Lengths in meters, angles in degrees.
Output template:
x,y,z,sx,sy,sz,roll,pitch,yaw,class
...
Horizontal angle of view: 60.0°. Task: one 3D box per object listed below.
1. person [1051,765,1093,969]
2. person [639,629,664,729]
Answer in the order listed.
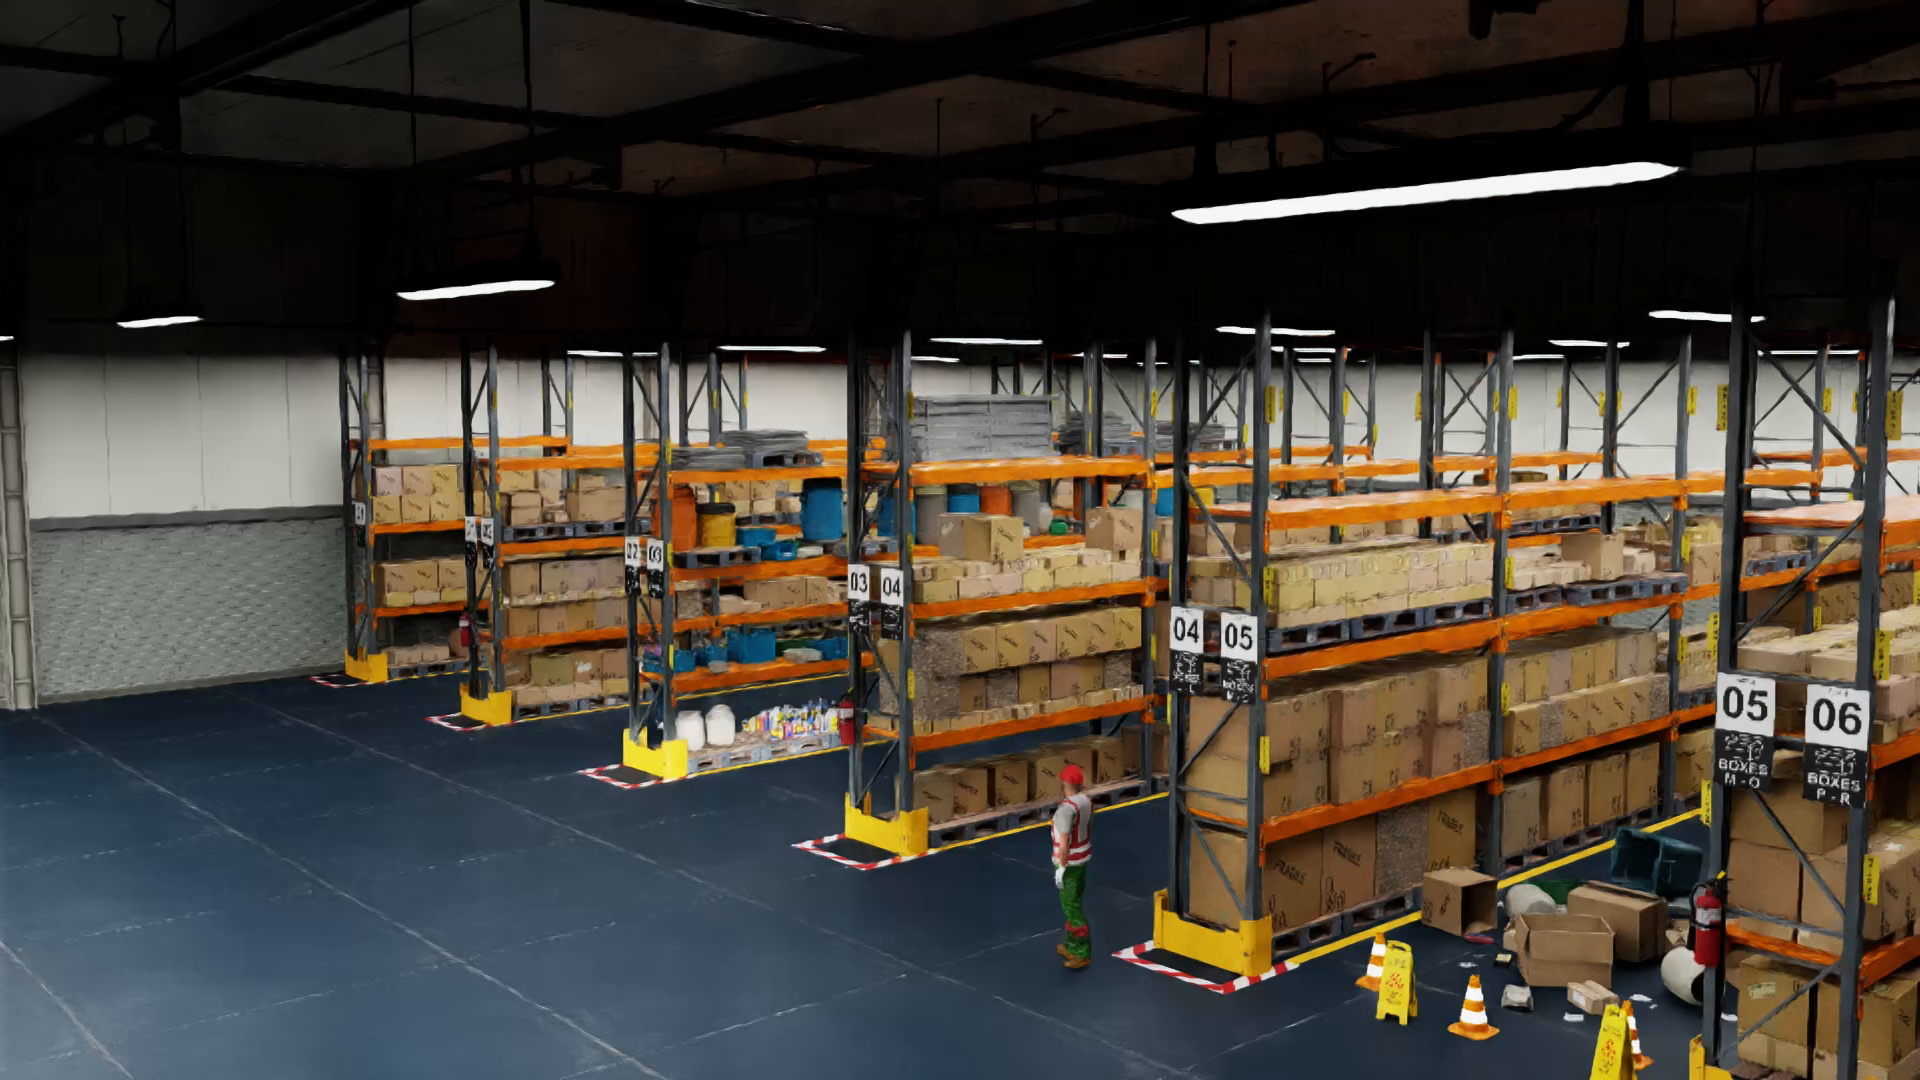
x,y,z,sx,sy,sz,roll,pitch,yaw,class
1.030,2.932,15.082,0.457,1.793,0.670,3,6,29,person
-4.627,2.107,25.585,0.573,1.523,0.763,3,6,29,person
